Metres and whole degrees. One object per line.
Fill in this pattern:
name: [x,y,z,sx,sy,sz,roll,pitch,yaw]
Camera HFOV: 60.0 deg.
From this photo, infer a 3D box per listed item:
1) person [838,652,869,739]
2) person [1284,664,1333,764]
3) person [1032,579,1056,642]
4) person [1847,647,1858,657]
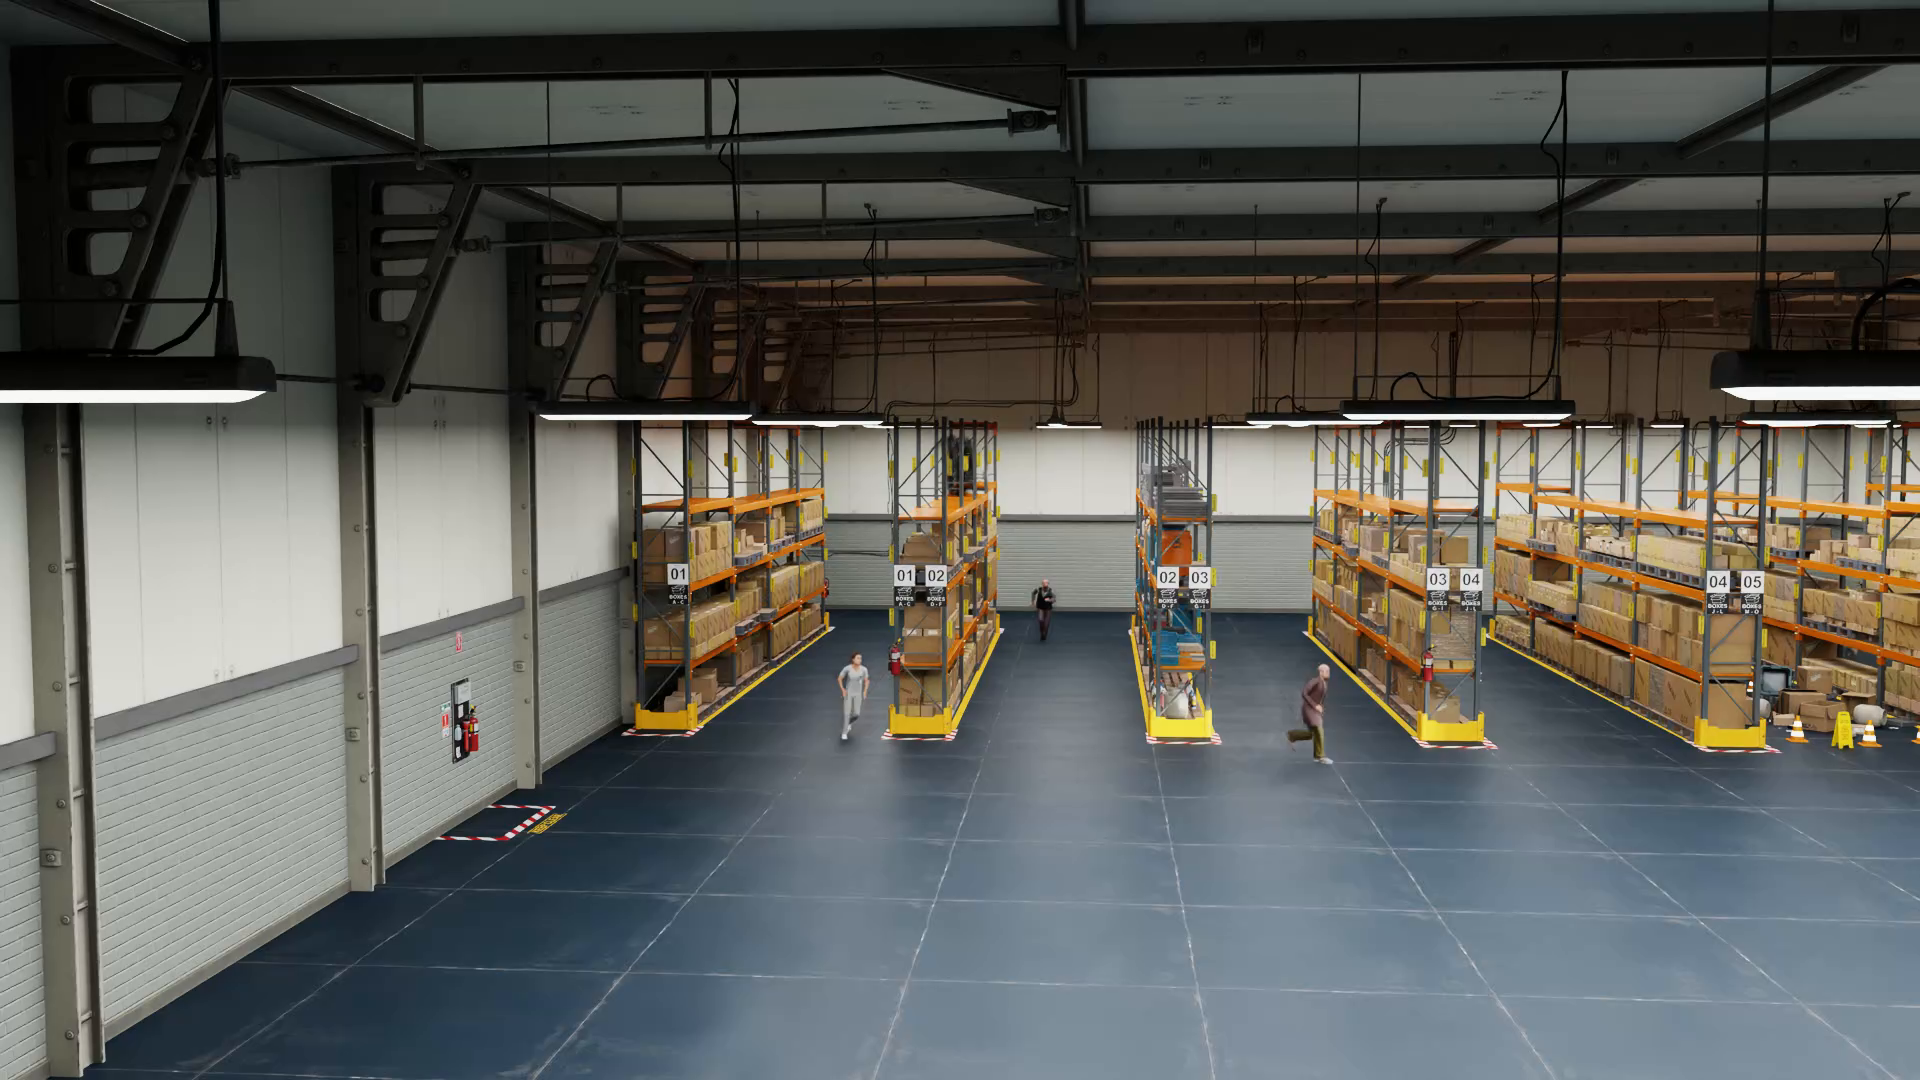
person: [-1.989,2.891,31.109,0.607,1.616,0.552,-1,4,-16]
person: [6.028,2.990,28.830,0.923,1.733,0.686,3,5,41]
person: [2.286,1.910,45.235,0.683,1.703,0.806,0,4,6]
person: [22.395,2.127,42.119,0.600,1.782,0.853,0,4,-5]
